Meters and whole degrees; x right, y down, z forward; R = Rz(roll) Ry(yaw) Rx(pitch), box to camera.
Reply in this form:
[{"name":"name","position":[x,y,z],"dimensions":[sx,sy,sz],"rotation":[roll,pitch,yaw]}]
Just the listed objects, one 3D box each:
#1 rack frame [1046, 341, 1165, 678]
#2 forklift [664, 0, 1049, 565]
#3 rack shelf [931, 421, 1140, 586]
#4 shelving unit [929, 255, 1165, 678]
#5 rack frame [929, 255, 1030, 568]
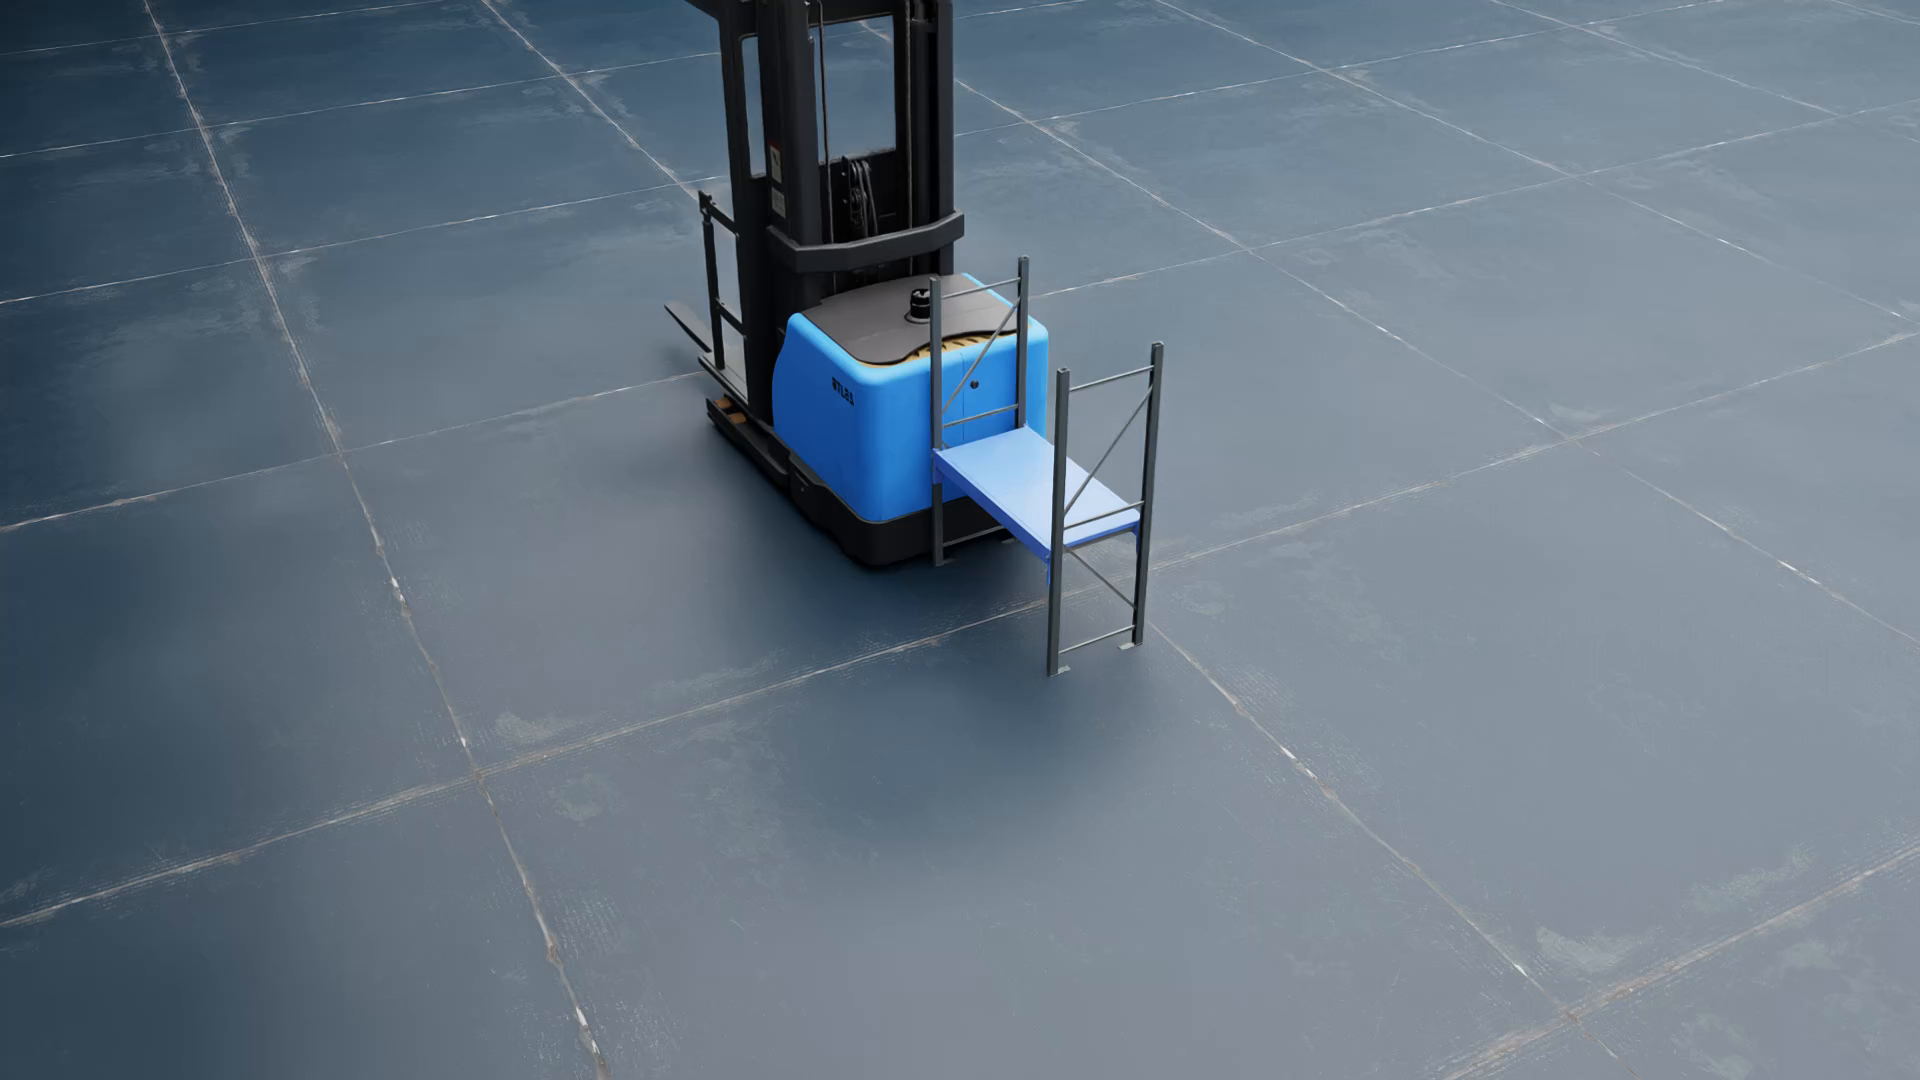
[{"name":"rack frame","position":[0.602,-0.099,7.014],"dimensions":[0.500,1.500,0.032],"rotation":[-18,37,-25]},{"name":"forklift","position":[-0.743,-1.878,8.464],"dimensions":[1.130,2.935,3.031],"rotation":[-18,37,-25]},{"name":"rack shelf","position":[0.346,-0.184,7.480],"dimensions":[0.538,0.185,1.000],"rotation":[-18,37,-25]},{"name":"shelving unit","position":[0.346,-0.335,7.383],"dimensions":[0.538,1.500,1.048],"rotation":[-18,37,-25]},{"name":"rack frame","position":[0.089,-0.572,7.753],"dimensions":[0.500,1.500,0.032],"rotation":[-18,37,-25]}]
